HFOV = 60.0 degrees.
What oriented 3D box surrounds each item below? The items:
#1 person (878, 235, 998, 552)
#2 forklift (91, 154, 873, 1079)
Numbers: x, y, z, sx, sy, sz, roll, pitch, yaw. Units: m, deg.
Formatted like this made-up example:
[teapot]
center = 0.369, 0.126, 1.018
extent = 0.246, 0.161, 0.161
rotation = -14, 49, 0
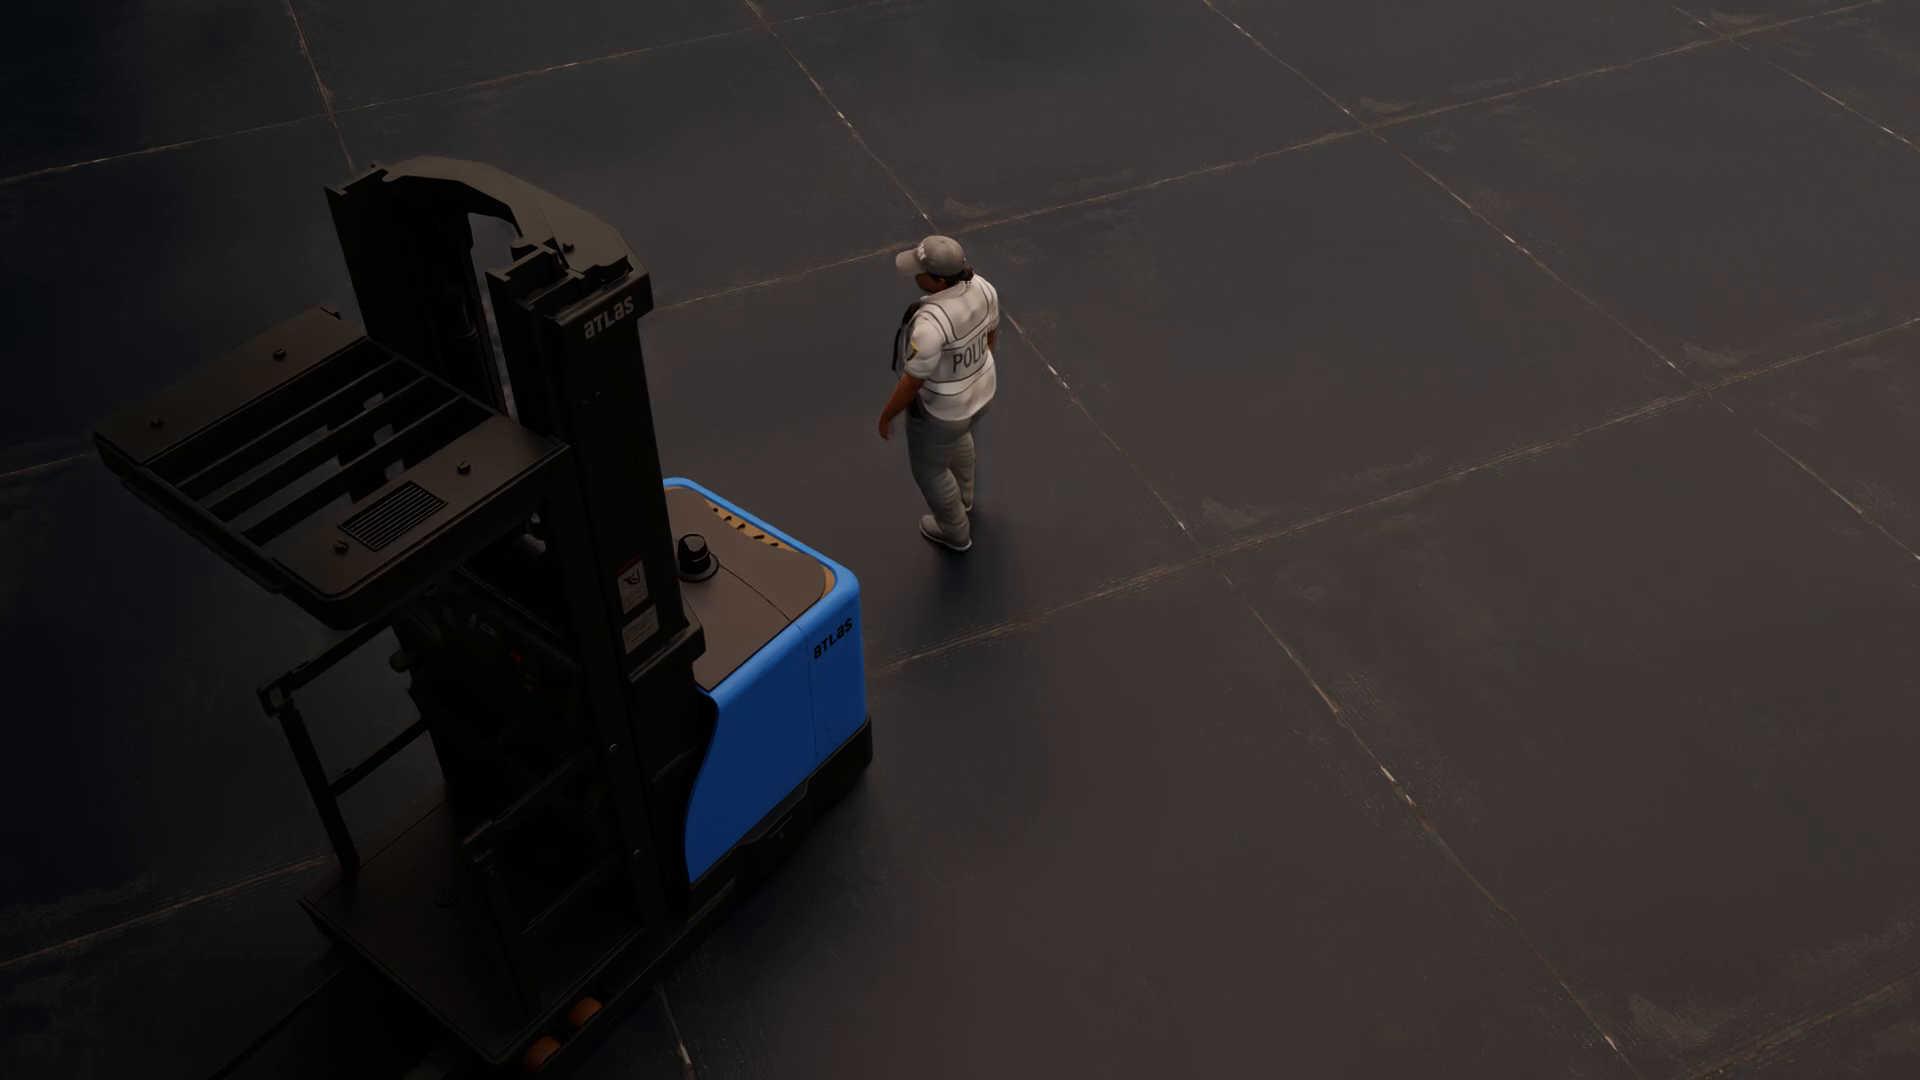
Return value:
[person]
center = -0.088, -0.652, 7.318
extent = 0.470, 1.654, 0.649
rotation = 24, 48, 24
[forklift]
center = -1.659, 0.435, 5.214
extent = 1.130, 2.935, 3.031
rotation = 28, 50, 27
